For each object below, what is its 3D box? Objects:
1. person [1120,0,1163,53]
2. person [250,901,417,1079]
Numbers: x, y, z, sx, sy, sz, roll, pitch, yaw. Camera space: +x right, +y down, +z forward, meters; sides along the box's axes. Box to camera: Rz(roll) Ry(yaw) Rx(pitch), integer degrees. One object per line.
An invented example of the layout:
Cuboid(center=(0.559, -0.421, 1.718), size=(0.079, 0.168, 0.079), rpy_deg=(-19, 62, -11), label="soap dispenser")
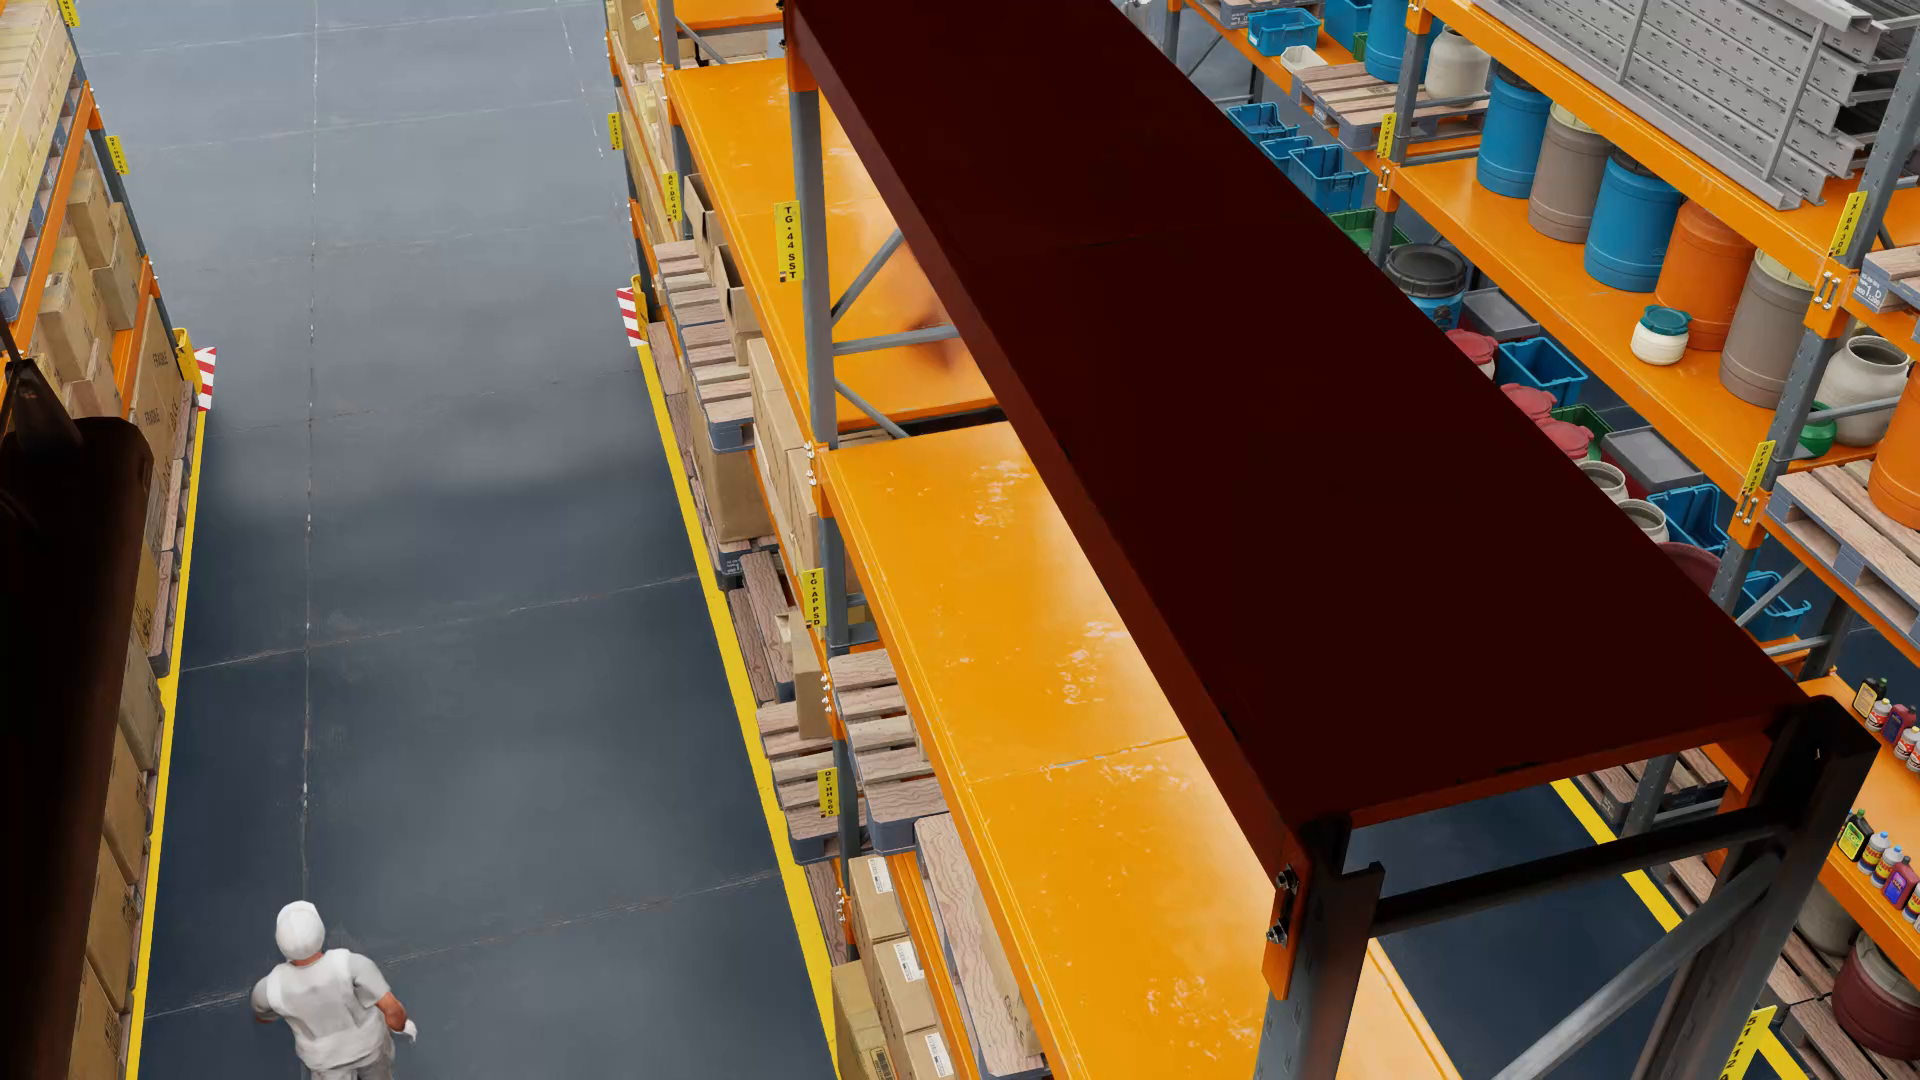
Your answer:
Cuboid(center=(2.040, -6.215, 19.271), size=(0.902, 1.693, 0.572), rpy_deg=(1, 38, 1), label="person")
Cuboid(center=(-2.916, 2.407, 7.899), size=(0.643, 1.895, 0.835), rpy_deg=(-18, 42, -21), label="person")
